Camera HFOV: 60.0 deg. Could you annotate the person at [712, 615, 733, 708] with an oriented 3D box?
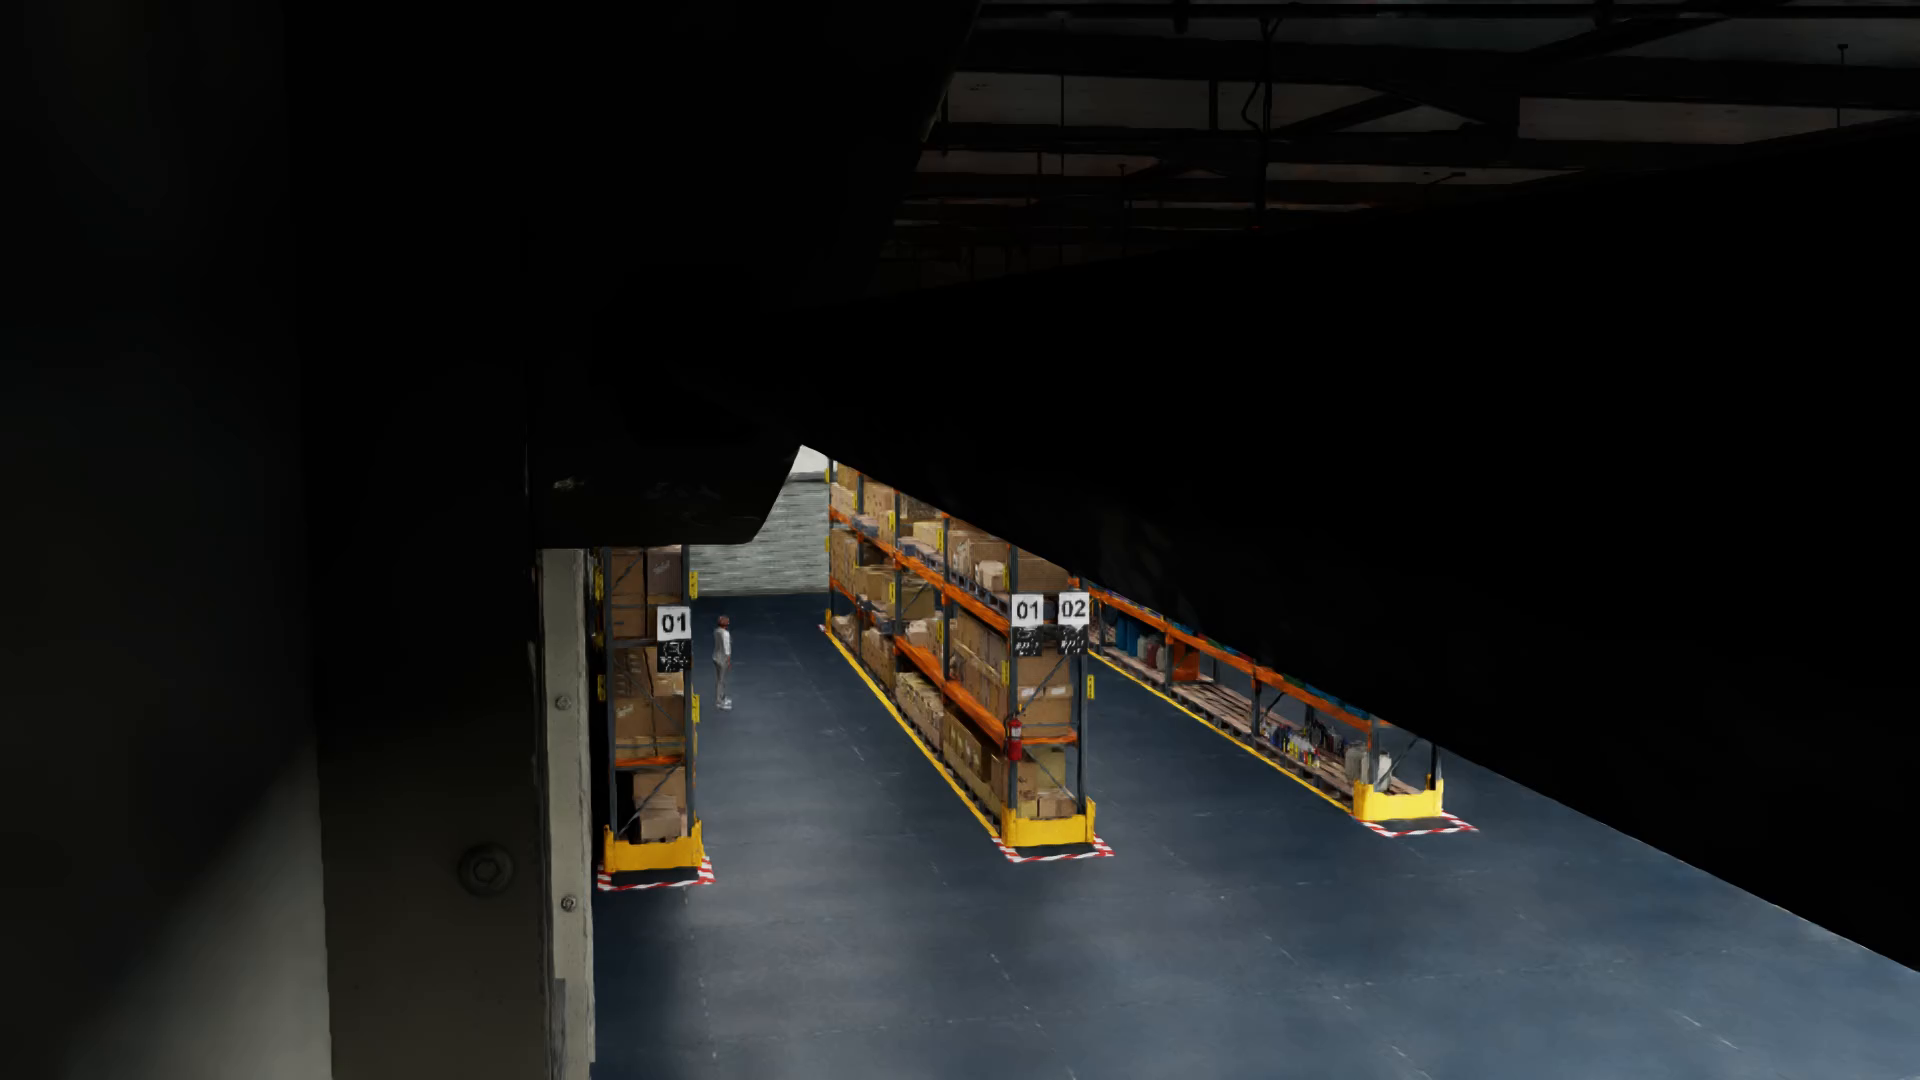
[{"bbox_3d":[-4.098,2.095,28.916,0.419,1.603,0.502,-5,8,-35],"label":"person"}]
